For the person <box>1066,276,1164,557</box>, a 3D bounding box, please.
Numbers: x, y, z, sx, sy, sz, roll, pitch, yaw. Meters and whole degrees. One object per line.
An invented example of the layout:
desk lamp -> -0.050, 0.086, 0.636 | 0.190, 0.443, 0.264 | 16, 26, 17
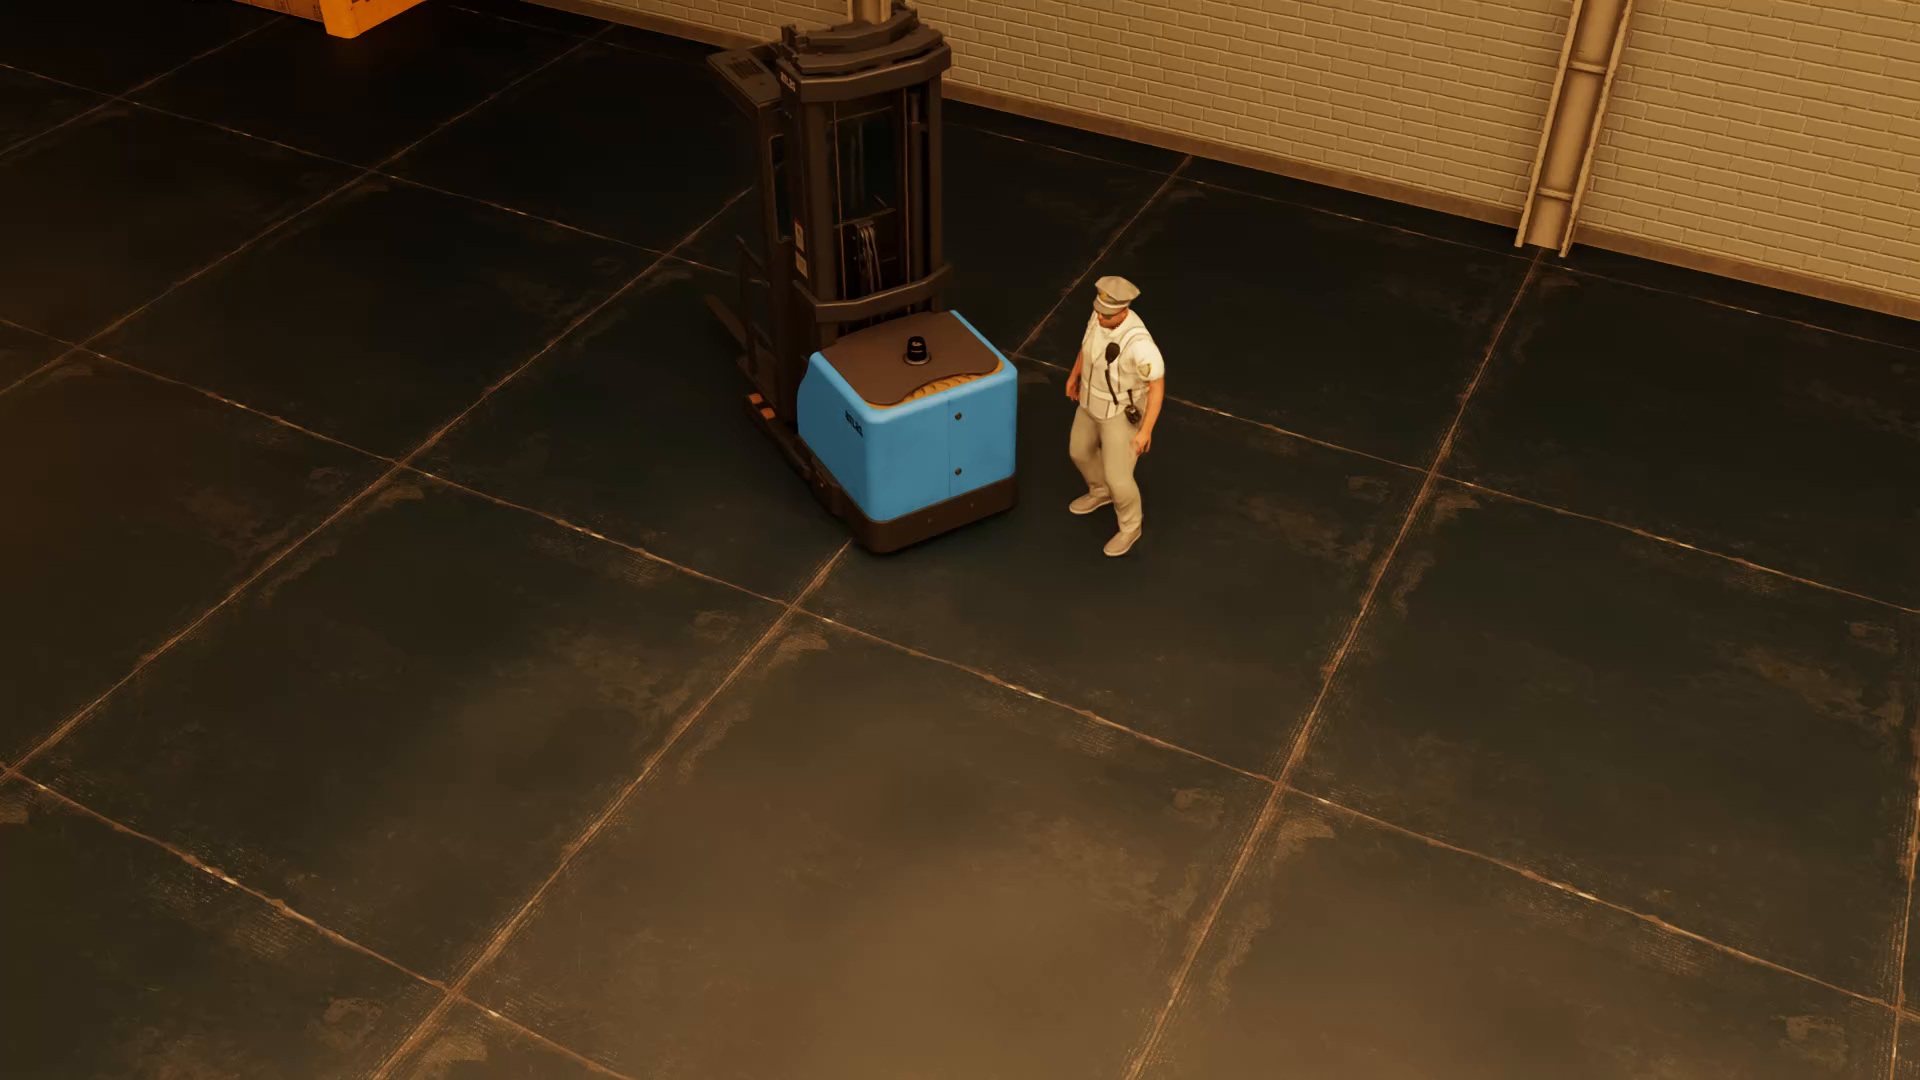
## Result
person -> 0.893, -0.796, 9.874 | 0.427, 1.717, 0.796 | -23, 45, -25

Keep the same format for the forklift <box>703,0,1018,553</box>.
forklift -> -0.811, -1.974, 10.330 | 1.130, 2.935, 3.031 | -20, 44, -22
